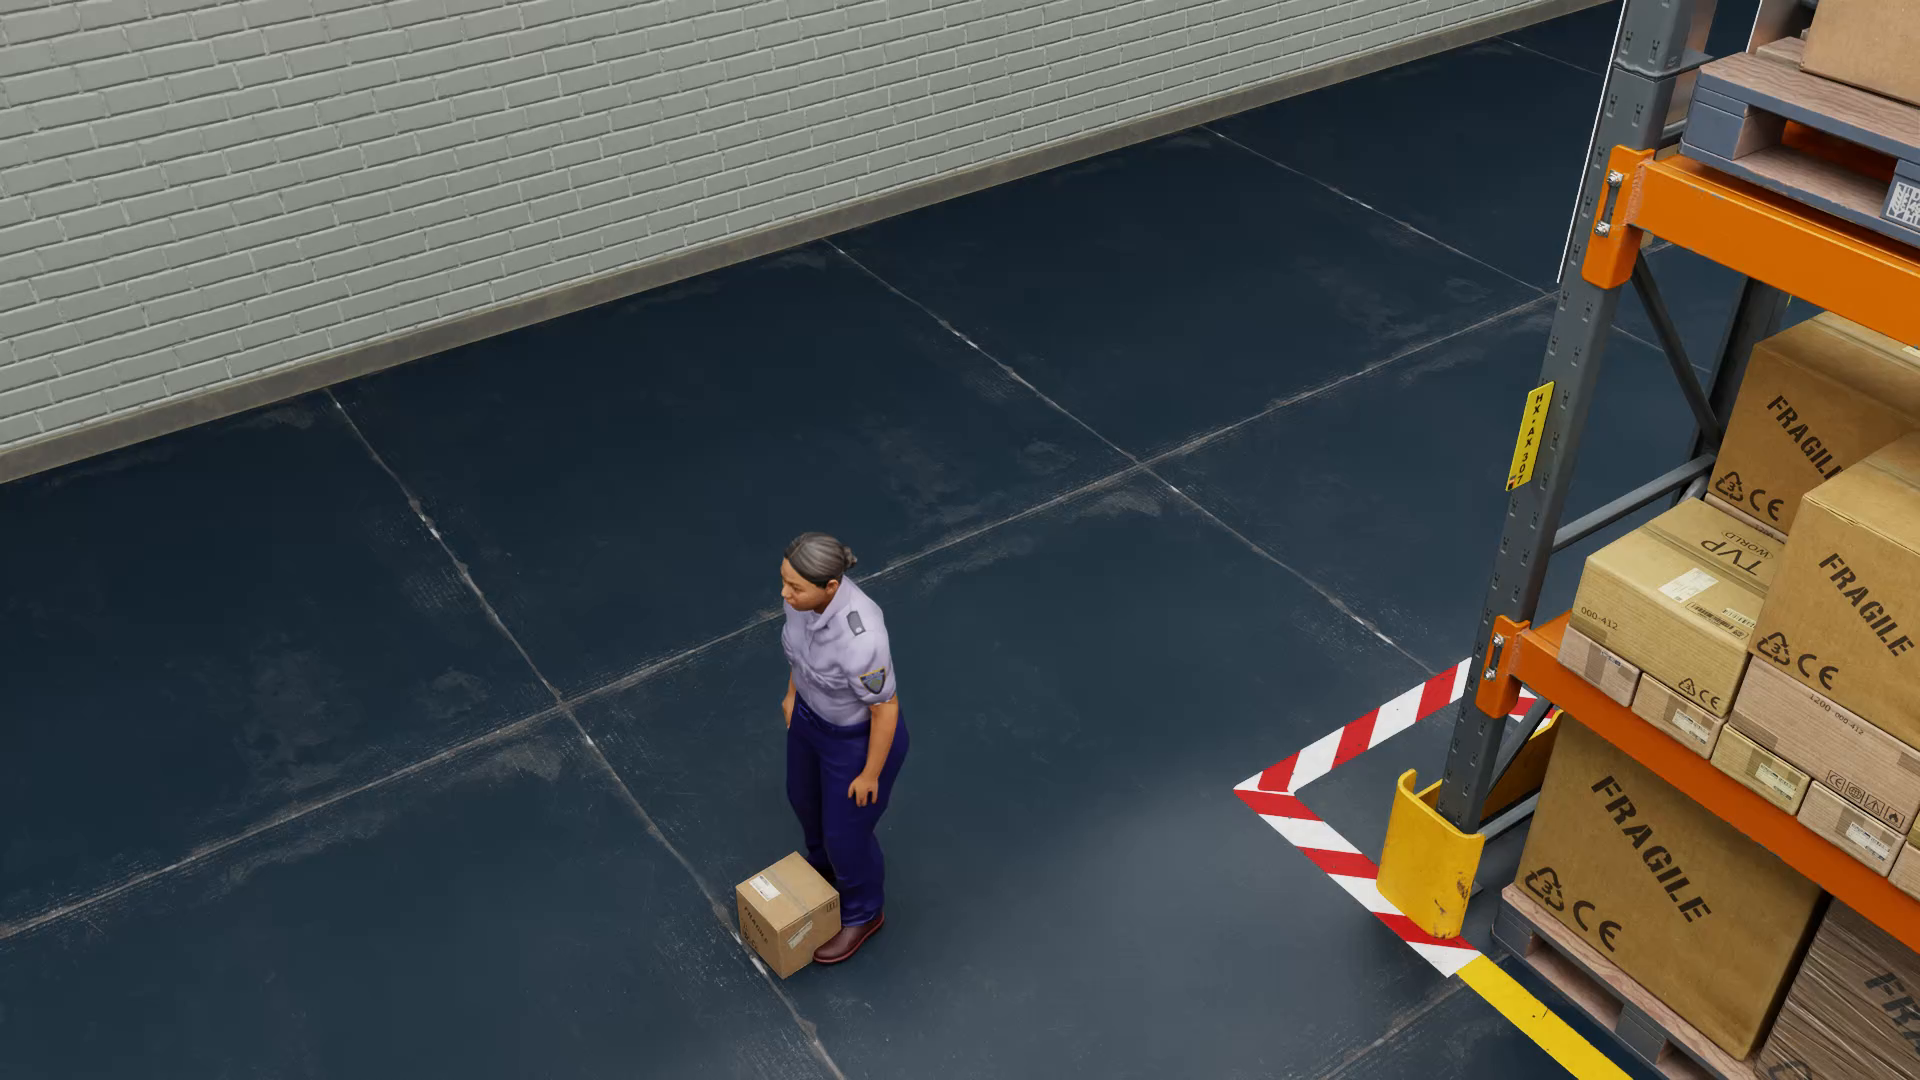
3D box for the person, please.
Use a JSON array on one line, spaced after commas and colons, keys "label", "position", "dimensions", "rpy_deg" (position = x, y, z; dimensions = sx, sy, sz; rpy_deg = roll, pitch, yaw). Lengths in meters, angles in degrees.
[{"label": "person", "position": [-0.419, 0.632, 5.303], "dimensions": [0.380, 1.652, 0.538], "rpy_deg": [-22, 42, -27]}]
